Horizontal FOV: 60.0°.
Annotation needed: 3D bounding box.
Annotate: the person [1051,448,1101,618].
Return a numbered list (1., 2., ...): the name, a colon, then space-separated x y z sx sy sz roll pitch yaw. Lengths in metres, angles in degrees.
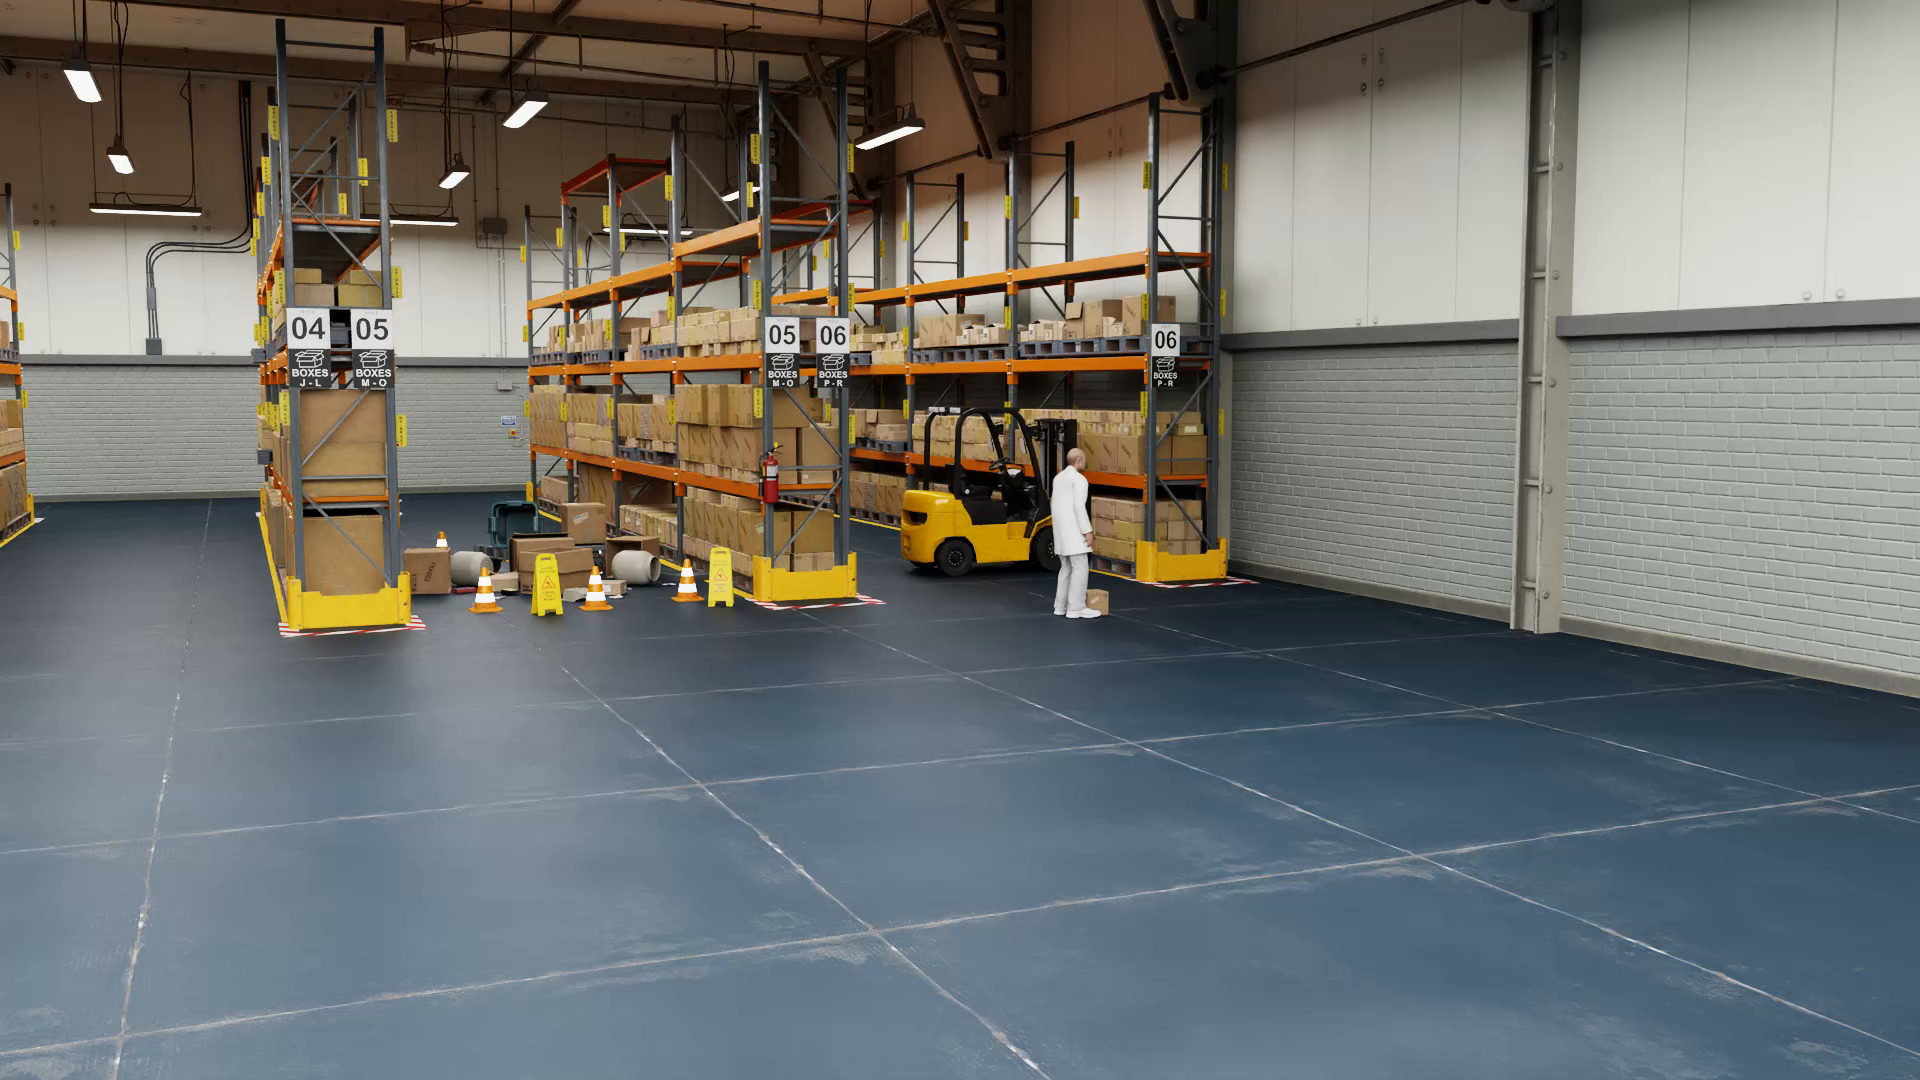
1. person: 1.190 -0.082 17.588 0.415 1.774 0.654 -2 6 -25
